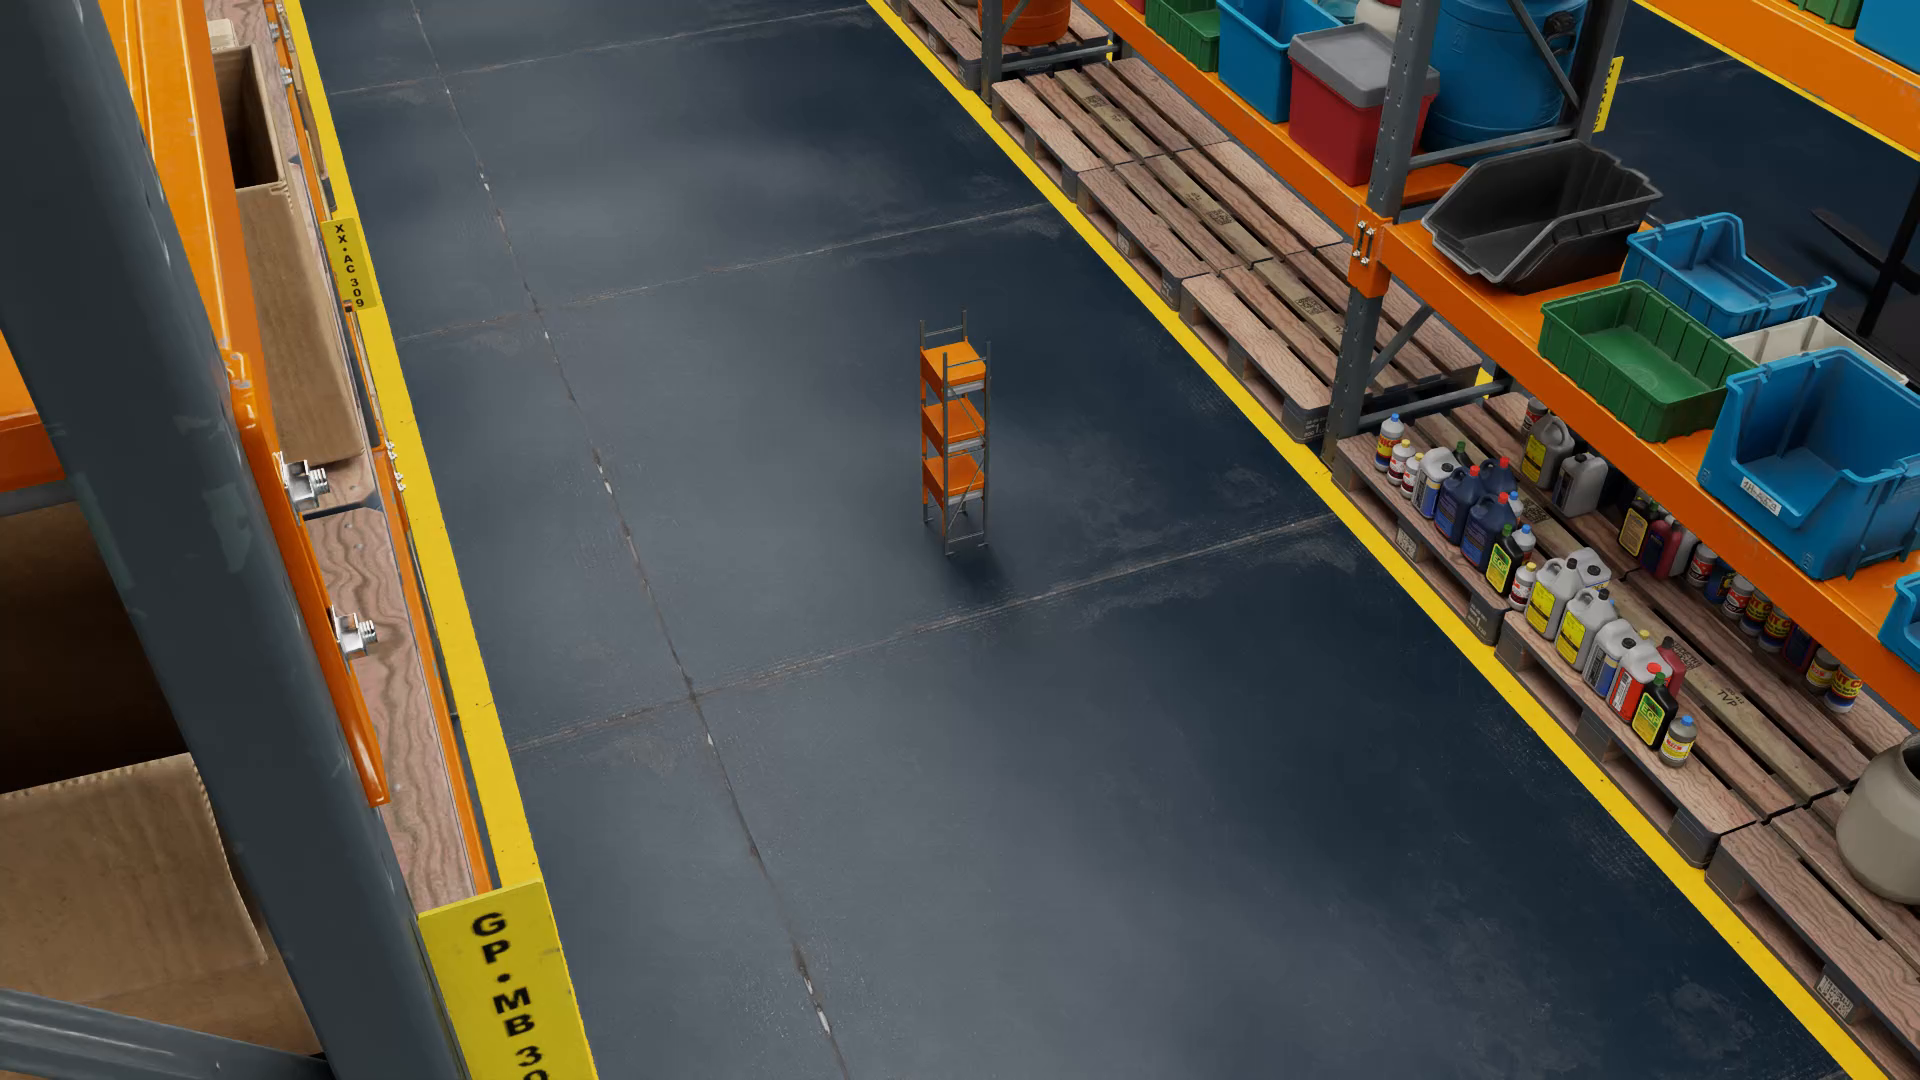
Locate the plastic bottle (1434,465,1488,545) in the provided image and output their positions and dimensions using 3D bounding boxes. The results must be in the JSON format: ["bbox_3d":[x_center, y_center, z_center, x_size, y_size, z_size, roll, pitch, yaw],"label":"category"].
[{"bbox_3d":[2.072,-0.172,6.844,0.144,0.351,0.185,-14,43,-16],"label":"plastic bottle"}]

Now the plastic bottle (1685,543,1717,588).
[{"bbox_3d":[2.985,0.084,6.660,0.097,0.201,0.097,0,41,0],"label":"plastic bottle"}]

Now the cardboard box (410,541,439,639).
[{"bbox_3d":[-2.357,0.213,6.489,0.500,0.250,0.500,-16,43,-18],"label":"cardboard box"}]

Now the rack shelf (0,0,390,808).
[{"bbox_3d":[-1.666,-1.011,2.383,1.077,0.370,4.000,-15,43,-17],"label":"rack shelf"}]

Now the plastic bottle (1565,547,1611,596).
[{"bbox_3d":[2.434,0.174,6.499,0.152,0.276,0.135,-15,43,-17],"label":"plastic bottle"}]

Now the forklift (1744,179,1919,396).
[{"bbox_3d":[4.795,-1.735,7.019,1.130,2.935,3.031,-12,42,-13],"label":"forklift"}]

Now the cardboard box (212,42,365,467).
[{"bbox_3d":[-1.284,-0.412,2.622,0.500,0.500,0.500,-15,43,-17],"label":"cardboard box"}]

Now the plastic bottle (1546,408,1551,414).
[{"bbox_3d":[2.635,-0.529,7.310,0.061,0.283,0.133,-13,42,-15],"label":"plastic bottle"}]

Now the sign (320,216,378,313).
[{"bbox_3d":[-1.919,-0.863,5.229,0.100,0.325,0.005,-15,43,-17],"label":"sign"}]

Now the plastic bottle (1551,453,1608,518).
[{"bbox_3d":[2.605,-0.250,6.991,0.152,0.276,0.135,-15,43,-17],"label":"plastic bottle"}]

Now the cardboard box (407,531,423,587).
[{"bbox_3d":[-2.359,-0.006,6.313,0.500,0.311,0.500,-15,43,-17],"label":"cardboard box"}]

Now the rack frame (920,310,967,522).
[{"bbox_3d":[-0.067,-0.504,7.031,0.200,1.050,0.008,-15,43,-17],"label":"rack frame"}]

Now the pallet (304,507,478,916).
[{"bbox_3d":[-1.148,0.508,2.126,1.003,0.211,1.213,-15,43,-17],"label":"pallet"}]

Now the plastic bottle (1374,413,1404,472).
[{"bbox_3d":[1.863,-0.430,7.205,0.097,0.271,0.097,0,41,0],"label":"plastic bottle"}]

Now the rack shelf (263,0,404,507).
[{"bbox_3d":[-3.197,-1.298,7.010,1.077,0.370,4.000,-15,43,-17],"label":"rack shelf"}]

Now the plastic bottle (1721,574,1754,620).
[{"bbox_3d":[3.064,0.208,6.516,0.097,0.201,0.097,0,41,0],"label":"plastic bottle"}]

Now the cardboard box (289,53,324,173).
[{"bbox_3d":[-3.872,-2.340,9.250,0.500,0.500,0.500,-13,42,-15],"label":"cardboard box"}]

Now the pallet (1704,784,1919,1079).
[{"bbox_3d":[3.298,1.343,5.527,1.003,0.211,1.213,-15,43,-17],"label":"pallet"}]

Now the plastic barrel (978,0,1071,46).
[{"bbox_3d":[0.413,-3.636,10.520,0.600,0.830,0.708,-15,43,-17],"label":"plastic barrel"}]

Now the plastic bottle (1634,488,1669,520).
[{"bbox_3d":[2.856,-0.136,6.801,0.144,0.351,0.185,-15,43,-17],"label":"plastic bottle"}]

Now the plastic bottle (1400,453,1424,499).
[{"bbox_3d":[1.941,-0.281,7.085,0.097,0.201,0.097,0,41,0],"label":"plastic bottle"}]

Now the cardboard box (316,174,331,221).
[{"bbox_3d":[-3.329,-1.539,8.096,0.500,0.311,0.500,-16,43,-18],"label":"cardboard box"}]

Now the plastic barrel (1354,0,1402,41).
[{"bbox_3d":[1.983,-2.282,7.499,0.433,0.535,0.433,0,41,0],"label":"plastic barrel"}]

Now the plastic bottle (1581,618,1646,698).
[{"bbox_3d":[2.445,0.437,6.193,0.152,0.276,0.135,-16,43,-18],"label":"plastic bottle"}]

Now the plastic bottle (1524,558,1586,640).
[{"bbox_3d":[2.307,0.198,6.414,0.144,0.351,0.185,-15,43,-17],"label":"plastic bottle"}]

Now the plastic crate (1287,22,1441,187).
[{"bbox_3d":[1.678,-1.839,7.039,0.402,0.464,0.583,-15,43,-17],"label":"plastic crate"}]

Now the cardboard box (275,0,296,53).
[{"bbox_3d":[-4.265,-2.957,9.968,0.500,0.500,0.500,-16,43,-17],"label":"cardboard box"}]

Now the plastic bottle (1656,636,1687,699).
[{"bbox_3d":[2.596,0.491,6.125,0.061,0.283,0.133,-15,43,-17],"label":"plastic bottle"}]

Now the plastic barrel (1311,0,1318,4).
[{"bbox_3d":[1.702,-2.724,8.013,0.433,0.535,0.433,0,41,0],"label":"plastic barrel"}]

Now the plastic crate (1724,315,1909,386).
[{"bbox_3d":[3.002,-0.584,5.831,0.530,0.136,0.437,-15,43,-17],"label":"plastic crate"}]

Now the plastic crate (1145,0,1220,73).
[{"bbox_3d":[1.219,-2.498,8.016,0.450,0.188,0.662,-15,43,-17],"label":"plastic crate"}]

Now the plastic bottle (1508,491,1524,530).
[{"bbox_3d":[2.239,-0.085,6.803,0.097,0.271,0.097,0,41,0],"label":"plastic bottle"}]

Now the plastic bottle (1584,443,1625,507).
[{"bbox_3d":[2.733,-0.330,7.027,0.144,0.351,0.185,-17,44,-19],"label":"plastic bottle"}]

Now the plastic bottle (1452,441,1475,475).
[{"bbox_3d":[2.110,-0.274,7.014,0.061,0.283,0.133,-15,43,-17],"label":"plastic bottle"}]

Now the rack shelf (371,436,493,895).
[{"bbox_3d":[-1.666,1.112,4.208,1.077,0.370,4.000,-15,43,-17],"label":"rack shelf"}]

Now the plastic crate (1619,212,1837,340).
[{"bbox_3d":[2.821,-0.944,6.161,0.499,0.251,0.616,-15,43,-17],"label":"plastic crate"}]

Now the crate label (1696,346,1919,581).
[{"bbox_3d":[2.723,-0.244,5.206,0.502,0.435,0.616,-15,43,-17],"label":"crate label"}]

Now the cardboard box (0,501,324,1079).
[{"bbox_3d":[-1.117,0.308,1.782,0.797,0.503,0.637,-12,42,-14],"label":"cardboard box"}]

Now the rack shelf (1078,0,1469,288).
[{"bbox_3d":[1.381,-2.531,8.445,1.077,0.370,4.000,-15,43,-17],"label":"rack shelf"}]

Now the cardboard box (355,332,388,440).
[{"bbox_3d":[-2.745,-0.621,7.028,0.500,0.311,0.500,-16,43,-18],"label":"cardboard box"}]

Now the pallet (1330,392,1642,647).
[{"bbox_3d":[2.365,-0.127,7.236,1.003,0.211,1.213,-15,43,-17],"label":"pallet"}]

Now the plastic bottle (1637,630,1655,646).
[{"bbox_3d":[2.553,0.423,6.266,0.097,0.201,0.097,0,41,0],"label":"plastic bottle"}]

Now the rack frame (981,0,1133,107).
[{"bbox_3d":[0.616,-4.009,9.611,1.000,3.000,0.127,-15,43,-17],"label":"rack frame"}]

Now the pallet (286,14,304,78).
[{"bbox_3d":[-4.676,-2.911,10.473,1.003,0.211,1.213,-15,43,-17],"label":"pallet"}]

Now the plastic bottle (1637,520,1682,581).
[{"bbox_3d":[2.816,0.016,6.677,0.061,0.283,0.133,-15,43,-17],"label":"plastic bottle"}]

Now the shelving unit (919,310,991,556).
[{"bbox_3d":[-0.020,-0.430,6.945,0.215,1.050,0.252,-15,43,-17],"label":"shelving unit"}]

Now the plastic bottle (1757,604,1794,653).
[{"bbox_3d":[3.140,0.302,6.354,0.097,0.271,0.097,0,41,0],"label":"plastic bottle"}]

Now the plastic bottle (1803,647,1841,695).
[{"bbox_3d":[3.231,0.472,6.209,0.097,0.201,0.097,0,41,0],"label":"plastic bottle"}]

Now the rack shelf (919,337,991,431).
[{"bbox_3d":[-0.020,-0.637,6.767,0.215,0.259,0.240,-15,43,-17],"label":"rack shelf"}]

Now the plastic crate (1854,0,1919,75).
[{"bbox_3d":[2.669,-1.395,4.283,0.392,0.384,0.575,-15,43,-17],"label":"plastic crate"}]

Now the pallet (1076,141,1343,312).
[{"bbox_3d":[1.339,-1.741,9.113,1.003,0.211,1.213,-15,43,-17],"label":"pallet"}]

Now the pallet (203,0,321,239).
[{"bbox_3d":[-2.081,-0.962,3.836,1.003,0.211,1.213,-15,43,-17],"label":"pallet"}]

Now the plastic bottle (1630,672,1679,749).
[{"bbox_3d":[2.508,0.611,5.985,0.061,0.283,0.133,-14,43,-16],"label":"plastic bottle"}]

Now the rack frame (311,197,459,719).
[{"bbox_3d":[-2.431,-0.366,5.375,1.000,3.000,0.127,-15,43,-17],"label":"rack frame"}]

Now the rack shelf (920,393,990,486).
[{"bbox_3d":[-0.020,-0.422,6.952,0.215,0.259,0.240,-15,43,-17],"label":"rack shelf"}]

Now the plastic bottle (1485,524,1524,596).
[{"bbox_3d":[2.169,0.077,6.606,0.061,0.283,0.133,-13,42,-15],"label":"plastic bottle"}]

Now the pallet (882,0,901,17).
[{"bbox_3d":[-0.187,-4.150,11.914,1.003,0.211,1.213,-15,43,-17],"label":"pallet"}]
